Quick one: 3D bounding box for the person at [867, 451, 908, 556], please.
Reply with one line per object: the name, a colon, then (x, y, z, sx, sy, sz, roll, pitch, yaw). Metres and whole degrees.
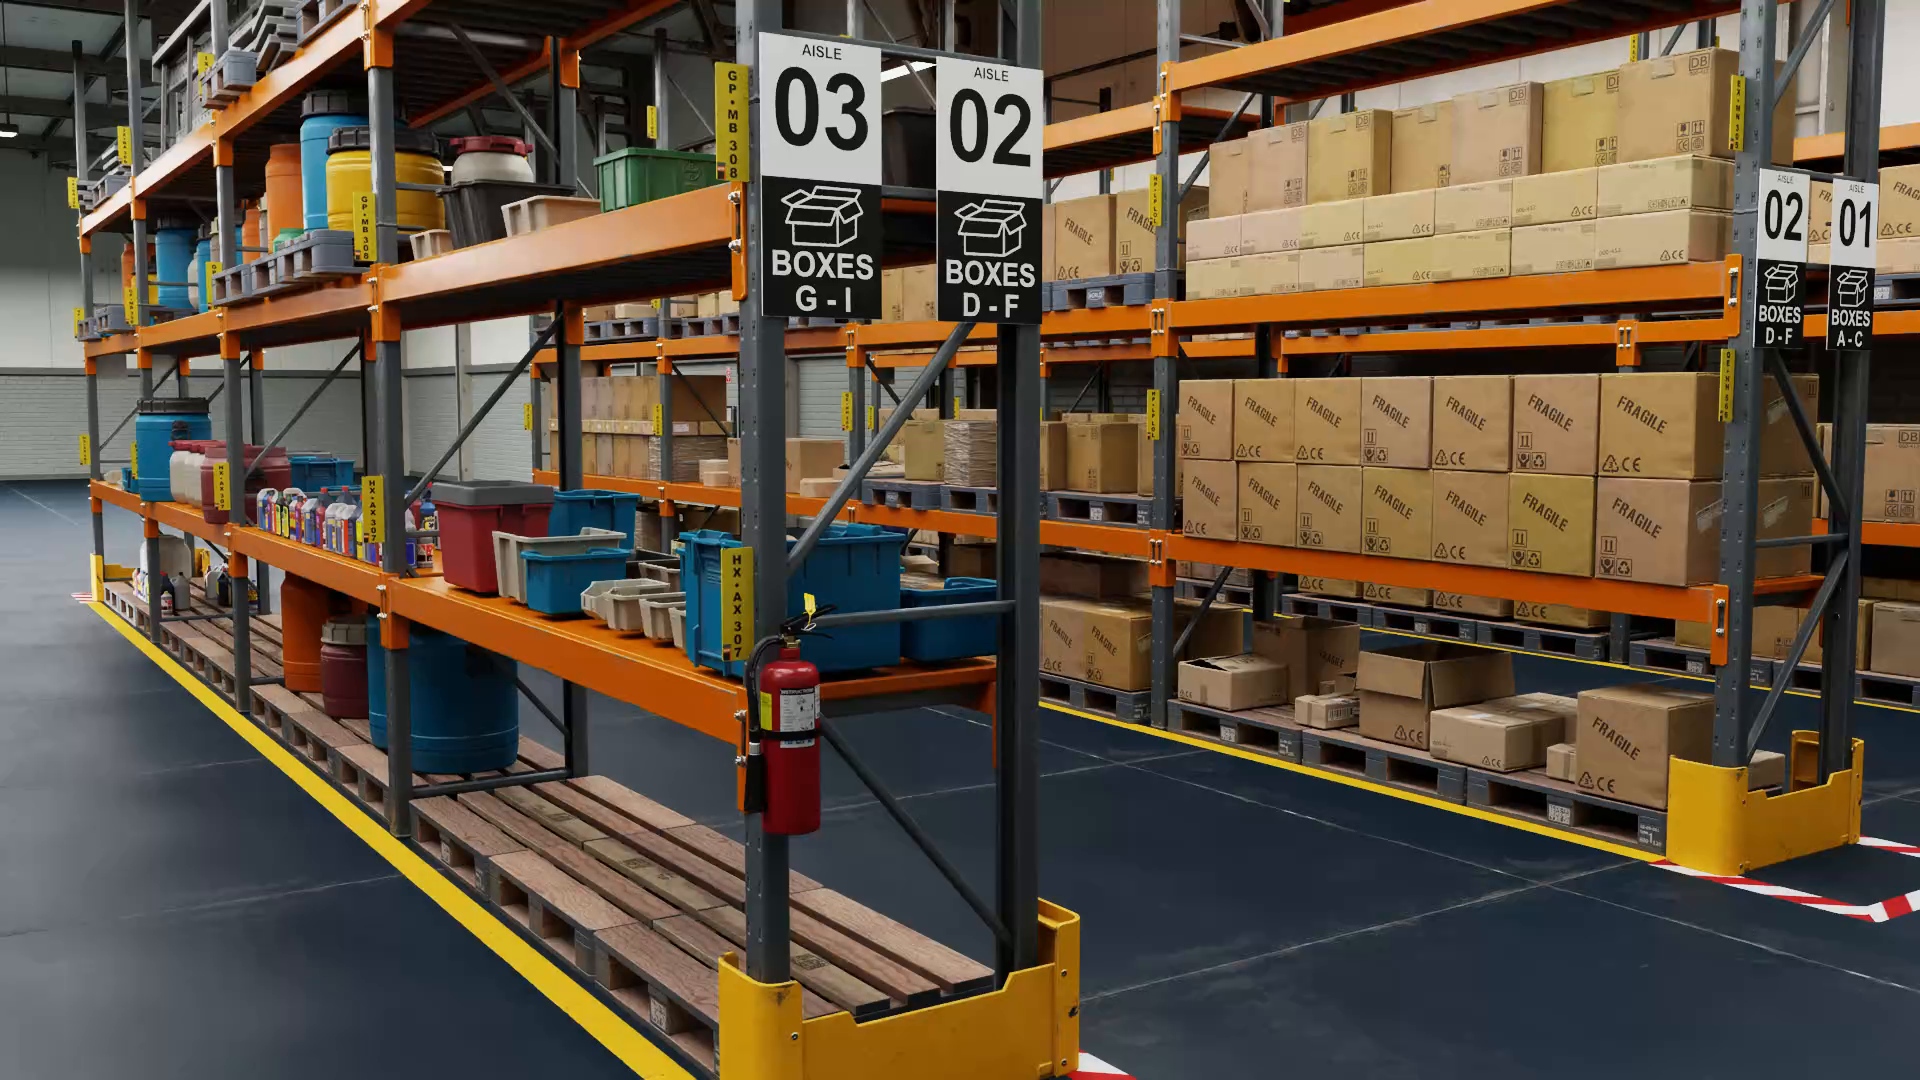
person: (-0.786, -0.138, 17.793, 0.549, 1.650, 0.425, -4, 6, -36)
